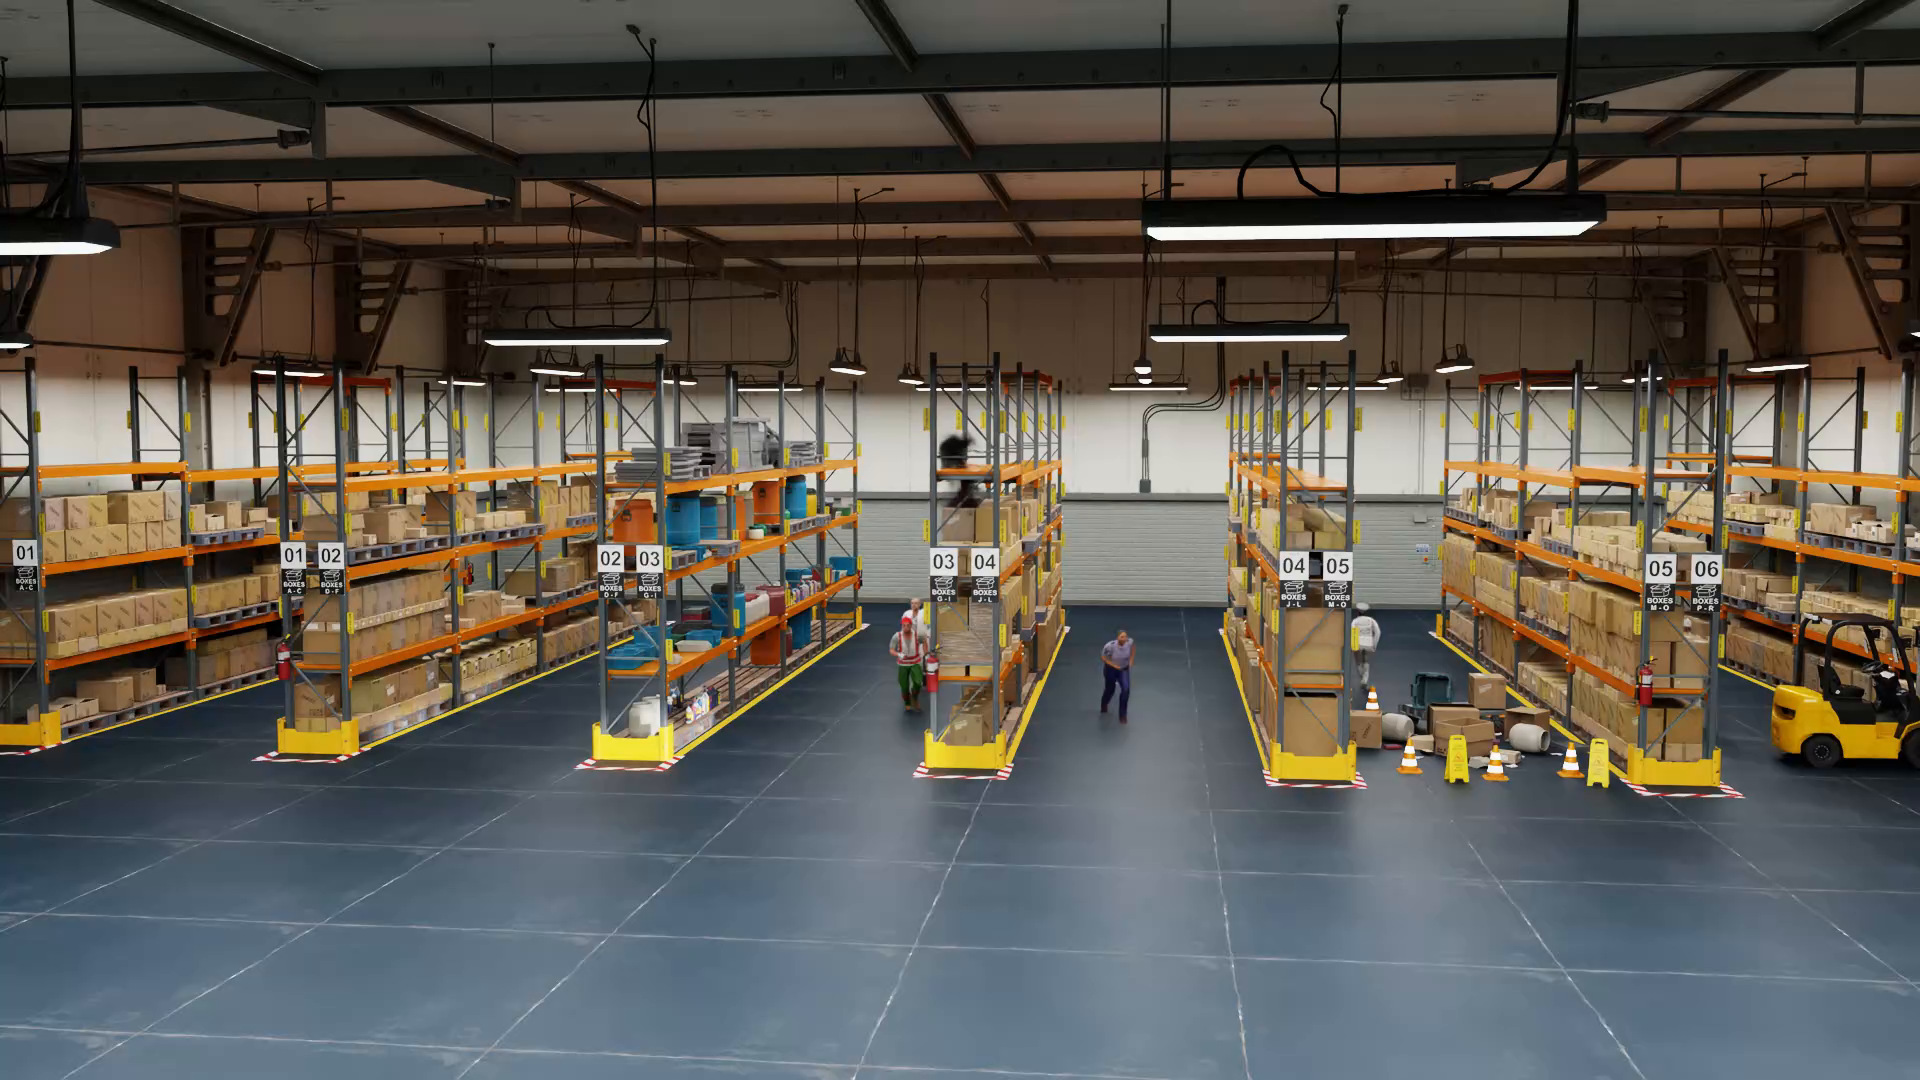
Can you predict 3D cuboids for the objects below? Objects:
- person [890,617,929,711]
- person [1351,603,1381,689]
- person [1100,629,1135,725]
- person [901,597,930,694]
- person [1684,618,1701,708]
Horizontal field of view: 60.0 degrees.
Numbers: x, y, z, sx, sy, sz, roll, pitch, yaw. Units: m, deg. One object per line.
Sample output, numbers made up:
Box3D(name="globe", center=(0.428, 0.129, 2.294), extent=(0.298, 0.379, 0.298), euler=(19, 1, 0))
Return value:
Box3D(name="person", center=(-0.856, 2.139, 28.531), extent=(0.696, 1.682, 0.901), euler=(0, 4, 0))
Box3D(name="person", center=(7.561, 1.998, 31.129), extent=(0.625, 1.623, 0.519), euler=(0, 4, 5))
Box3D(name="person", center=(2.617, 2.263, 28.009), extent=(0.649, 1.616, 0.973), euler=(-1, 4, -18))
Box3D(name="person", center=(-0.756, 1.950, 30.805), extent=(0.711, 1.806, 0.878), euler=(1, 4, 13))
Box3D(name="person", center=(12.163, 2.166, 27.847), extent=(0.642, 1.708, 0.967), euler=(0, 4, 2))
